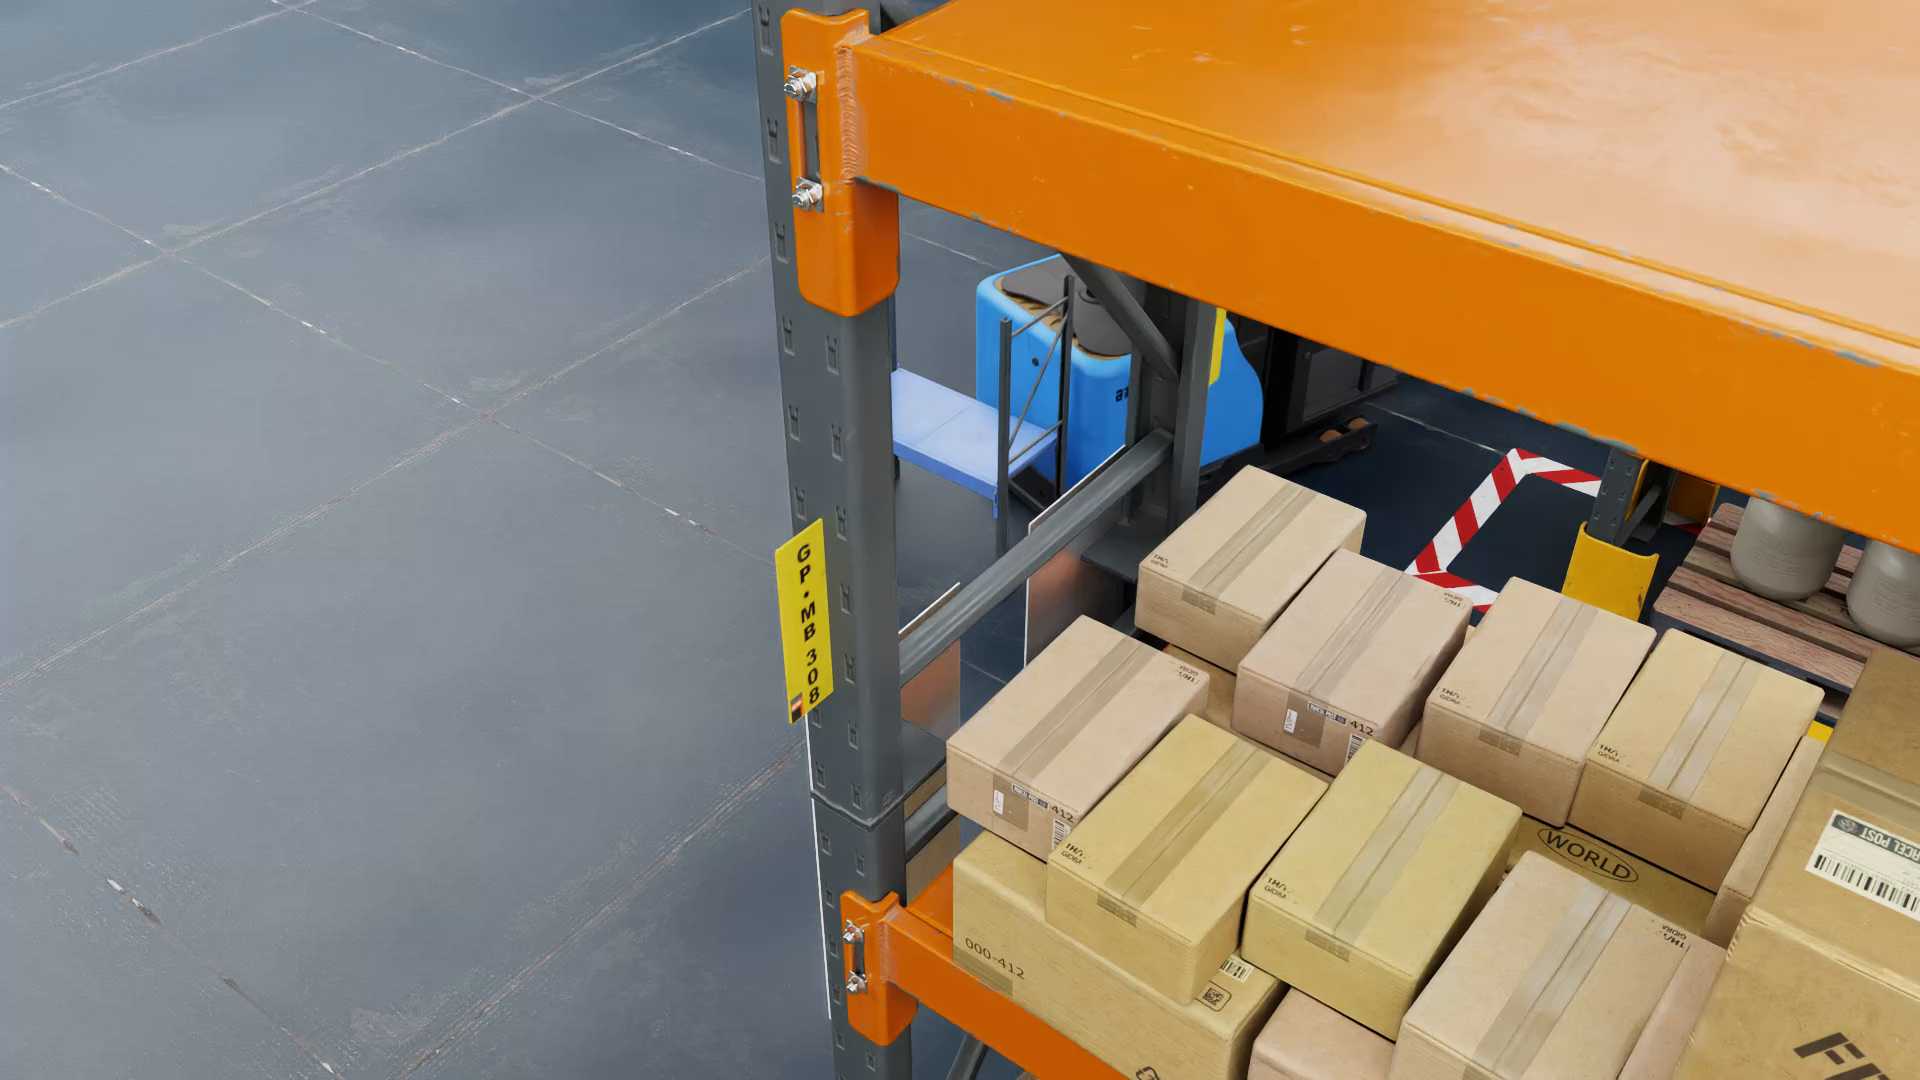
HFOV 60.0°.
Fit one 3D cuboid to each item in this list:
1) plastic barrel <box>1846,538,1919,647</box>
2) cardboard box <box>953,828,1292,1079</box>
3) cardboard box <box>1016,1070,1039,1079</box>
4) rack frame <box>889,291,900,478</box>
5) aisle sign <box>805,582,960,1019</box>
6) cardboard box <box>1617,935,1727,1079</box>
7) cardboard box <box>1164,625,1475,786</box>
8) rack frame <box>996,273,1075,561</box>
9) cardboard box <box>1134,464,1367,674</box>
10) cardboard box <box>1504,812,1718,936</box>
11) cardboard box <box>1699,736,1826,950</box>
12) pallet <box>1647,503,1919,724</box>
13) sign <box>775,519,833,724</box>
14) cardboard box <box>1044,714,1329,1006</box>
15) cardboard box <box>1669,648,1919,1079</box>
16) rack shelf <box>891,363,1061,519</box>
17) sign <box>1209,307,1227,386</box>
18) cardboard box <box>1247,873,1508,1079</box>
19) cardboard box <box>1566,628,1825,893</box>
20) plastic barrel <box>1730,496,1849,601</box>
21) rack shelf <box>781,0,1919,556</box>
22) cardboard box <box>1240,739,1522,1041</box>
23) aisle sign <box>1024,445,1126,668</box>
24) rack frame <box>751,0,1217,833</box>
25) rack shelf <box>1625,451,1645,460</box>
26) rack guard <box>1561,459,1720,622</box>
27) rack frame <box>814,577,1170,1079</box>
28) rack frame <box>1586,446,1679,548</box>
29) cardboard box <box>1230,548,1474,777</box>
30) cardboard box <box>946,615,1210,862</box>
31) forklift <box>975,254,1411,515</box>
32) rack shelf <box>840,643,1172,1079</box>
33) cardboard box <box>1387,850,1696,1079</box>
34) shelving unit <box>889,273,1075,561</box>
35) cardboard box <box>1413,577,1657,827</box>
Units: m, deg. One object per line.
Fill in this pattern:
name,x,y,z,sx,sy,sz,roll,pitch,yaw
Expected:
plastic barrel,4.087,0.165,7.144,0.421,0.512,0.421,0,38,0
cardboard box,0.336,0.564,2.645,0.500,0.250,0.500,27,45,30
cardboard box,0.382,1.168,3.052,0.500,0.500,0.500,25,45,29
rack frame,-0.473,-0.813,7.933,0.032,1.500,0.500,26,45,29
aisle sign,-0.121,0.479,2.957,0.004,0.787,0.394,25,45,29
cardboard box,0.975,0.725,2.116,0.250,0.149,0.380,25,45,28
cardboard box,0.648,0.313,2.966,0.500,0.250,0.500,26,45,30
rack frame,0.329,-0.428,7.441,0.032,1.500,0.500,26,45,29
cardboard box,0.521,0.051,2.977,0.250,0.149,0.380,25,45,29
cardboard box,1.046,0.499,2.729,0.500,0.250,0.500,26,45,29
cardboard box,1.275,0.491,2.415,0.250,0.149,0.380,26,45,29
pallet,3.851,0.364,7.474,1.213,0.211,1.003,25,45,29
sign,-0.219,0.120,2.382,0.005,0.325,0.100,25,45,29
cardboard box,0.336,0.461,2.454,0.250,0.149,0.380,26,45,29
cardboard box,1.126,0.533,1.836,0.500,0.500,0.500,25,44,28
rack shelf,-0.072,-0.479,7.798,1.000,0.185,0.538,26,45,29
sign,0.464,-0.415,3.056,0.005,0.325,0.100,25,45,29
cardboard box,0.750,0.754,2.402,0.500,0.250,0.500,24,44,28
cardboard box,1.154,0.337,2.612,0.250,0.149,0.380,26,45,29
plastic barrel,3.689,-0.023,7.384,0.421,0.512,0.421,0,38,0
rack shelf,1.699,0.051,1.333,4.000,0.370,1.077,25,45,29
cardboard box,0.612,0.495,2.410,0.250,0.149,0.380,24,44,28
aisle sign,0.244,0.185,3.332,0.004,0.787,0.394,25,45,29
rack frame,0.111,-0.983,2.067,0.127,3.000,1.000,25,45,29
rack shelf,4.708,-0.014,6.279,4.000,0.370,1.077,25,45,29
rack guard,3.209,-0.056,7.777,0.348,0.500,1.175,25,45,29
rack frame,0.111,1.379,3.916,0.127,3.000,1.000,25,45,29
rack frame,3.120,-1.046,7.014,0.127,3.000,1.000,25,45,29
cardboard box,0.656,0.206,2.779,0.250,0.149,0.380,24,44,27
cardboard box,0.189,0.317,2.638,0.250,0.149,0.380,25,44,28
forklift,1.574,-1.807,8.041,3.031,2.935,1.130,-22,43,-26
rack shelf,1.699,1.230,2.256,4.000,0.370,1.077,25,45,29
cardboard box,0.785,0.632,2.235,0.250,0.149,0.380,27,46,30
shelving unit,-0.072,-0.620,7.687,1.048,1.500,0.538,26,45,29
cardboard box,0.940,0.255,2.717,0.250,0.149,0.380,23,44,27
